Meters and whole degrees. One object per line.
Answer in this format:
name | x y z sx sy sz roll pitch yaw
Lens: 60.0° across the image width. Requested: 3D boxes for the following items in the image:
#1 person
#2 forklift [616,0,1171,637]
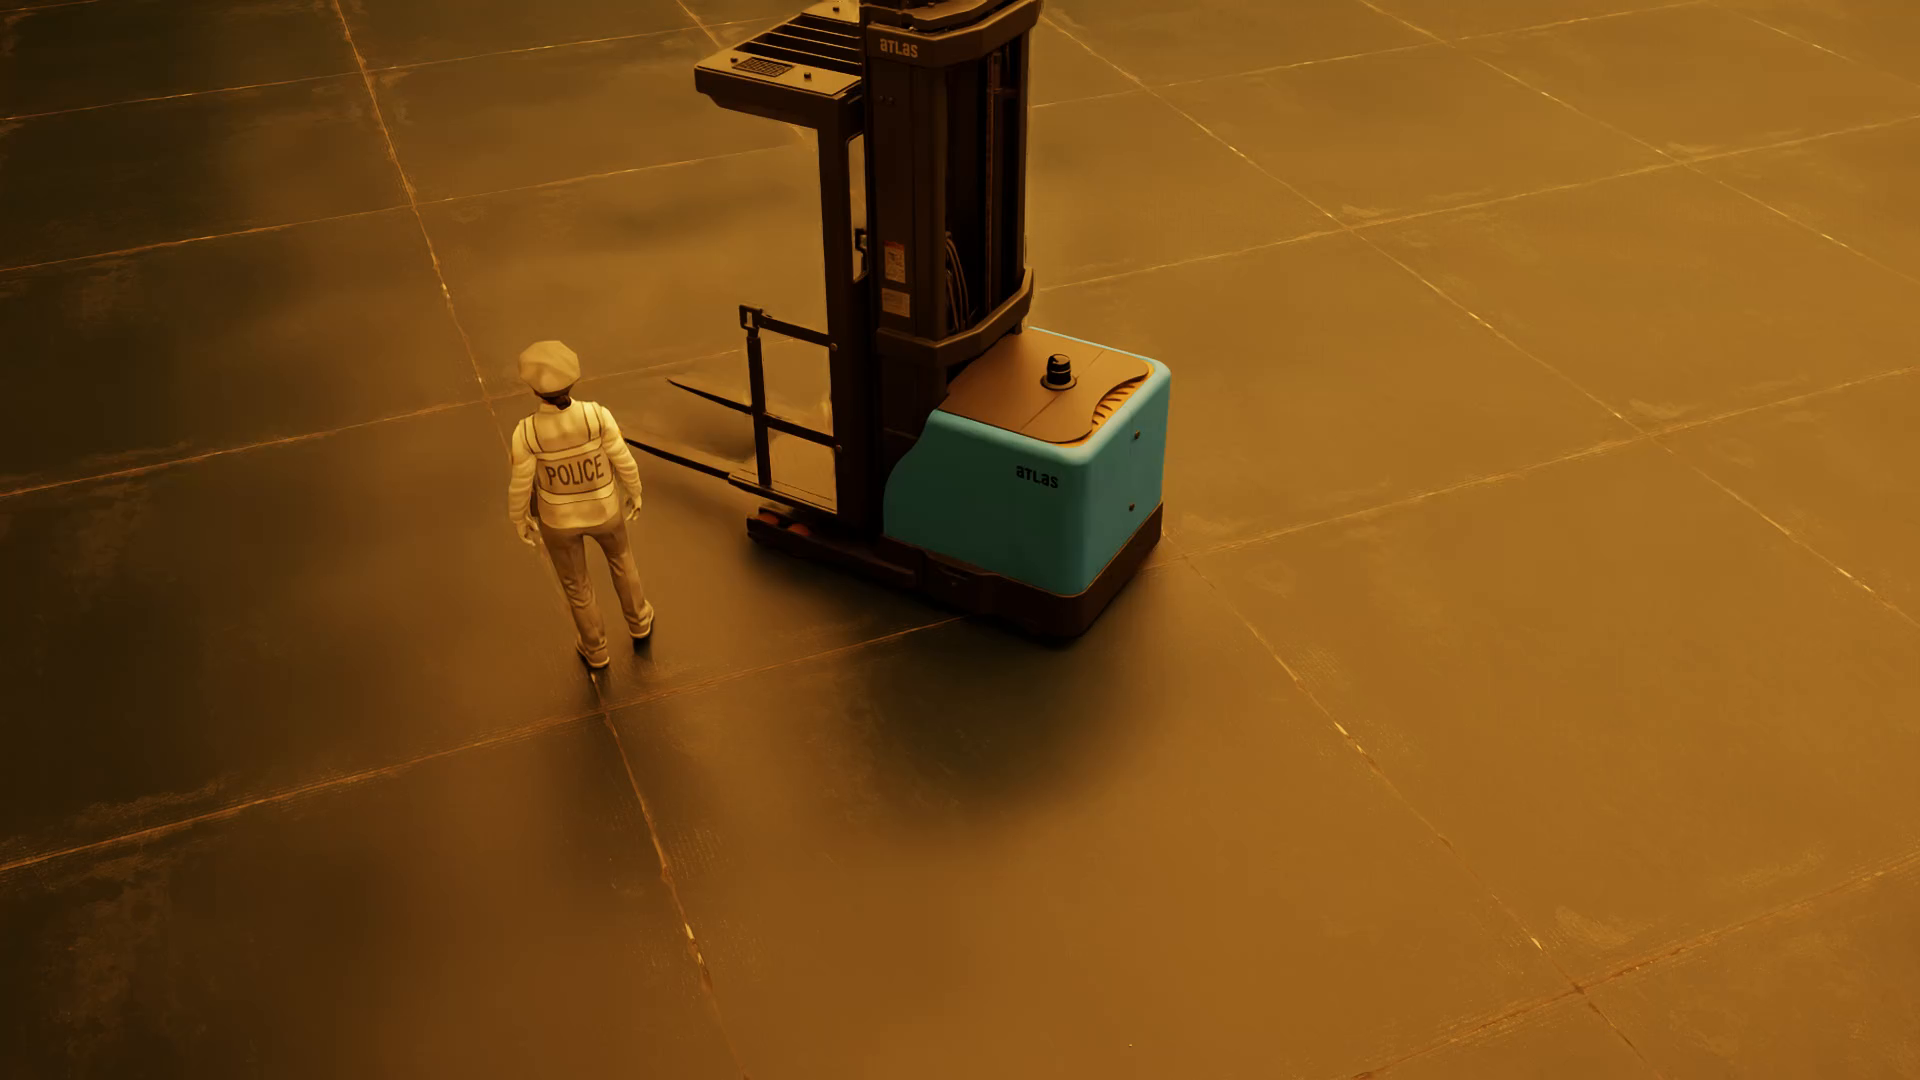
person | -1.704 -0.160 7.382 0.589 1.696 0.512 -12 37 -16
forklift | -0.508 -1.356 8.006 3.031 2.935 1.130 19 39 24
